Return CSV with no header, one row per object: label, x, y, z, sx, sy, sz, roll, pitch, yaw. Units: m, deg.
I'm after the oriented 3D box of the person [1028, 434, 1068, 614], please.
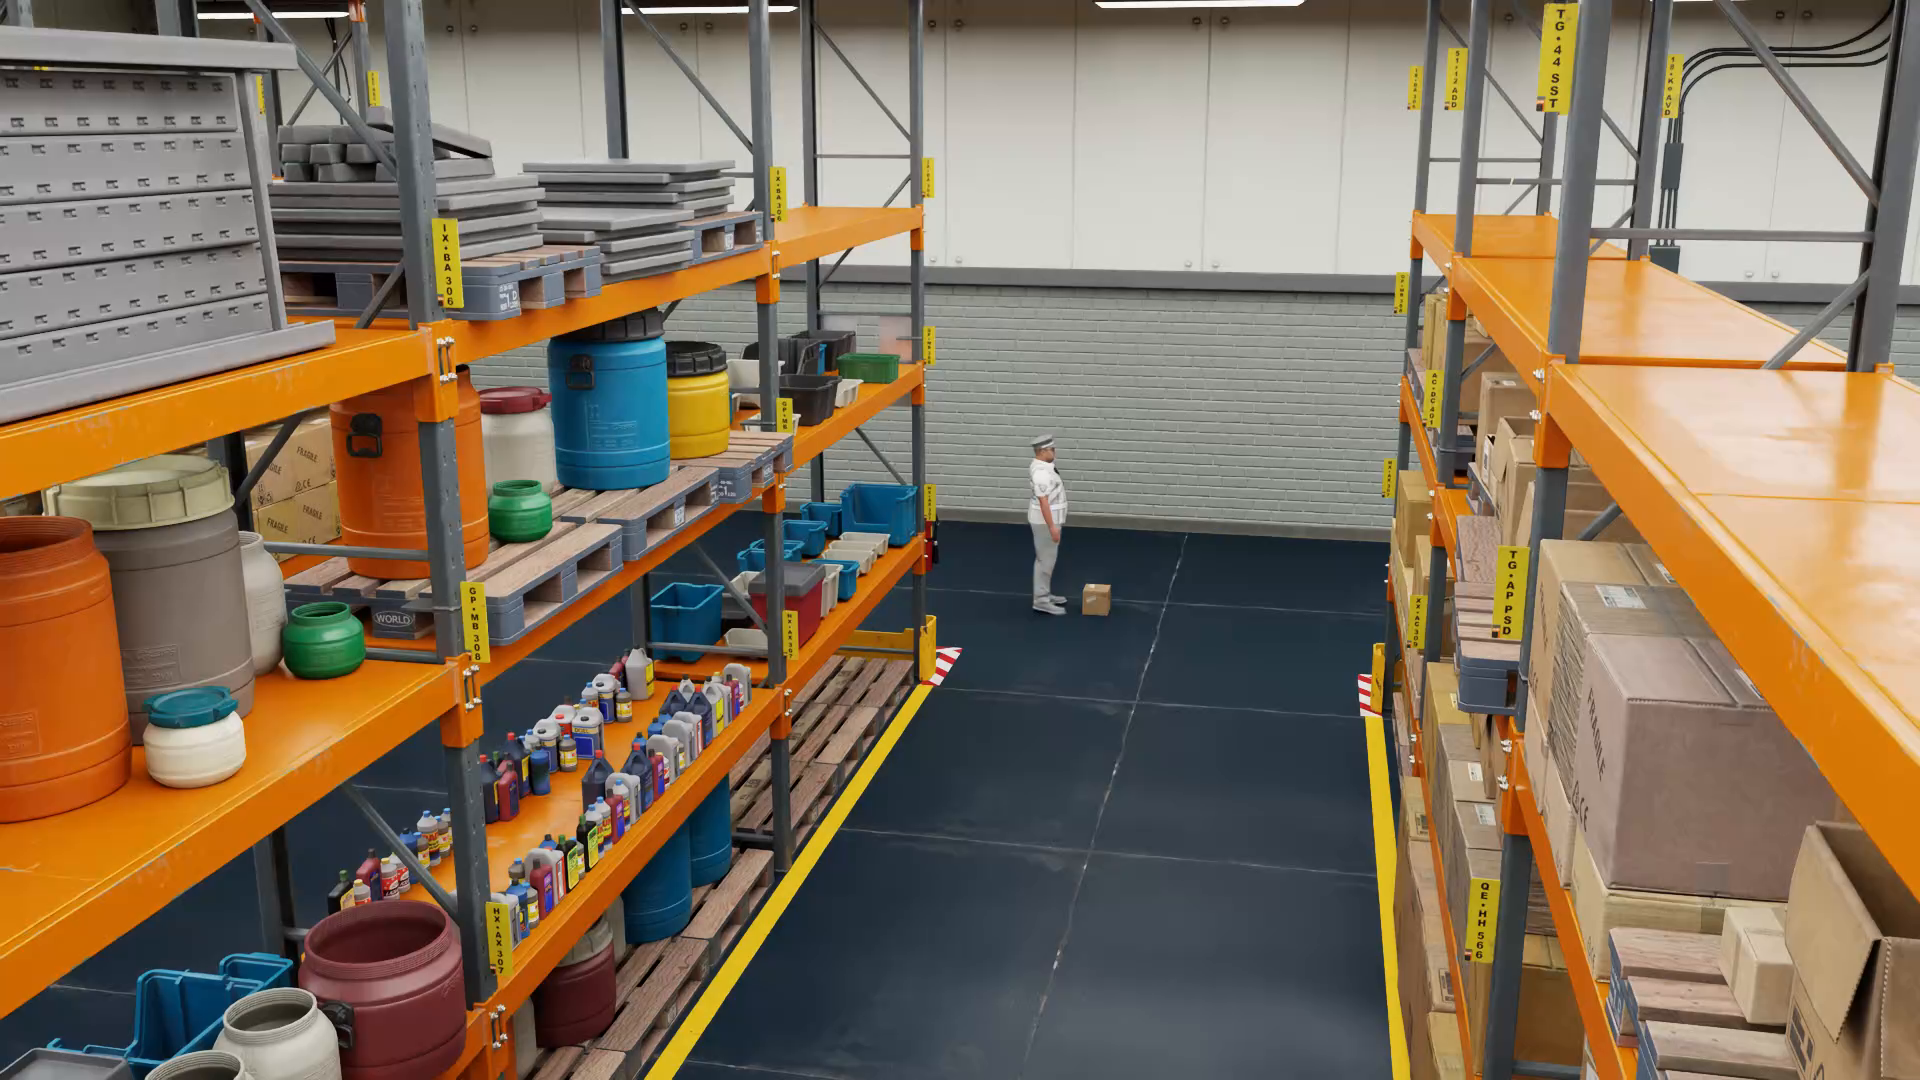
person,0.880,-0.182,16.591,0.401,1.783,0.549,0,15,1
